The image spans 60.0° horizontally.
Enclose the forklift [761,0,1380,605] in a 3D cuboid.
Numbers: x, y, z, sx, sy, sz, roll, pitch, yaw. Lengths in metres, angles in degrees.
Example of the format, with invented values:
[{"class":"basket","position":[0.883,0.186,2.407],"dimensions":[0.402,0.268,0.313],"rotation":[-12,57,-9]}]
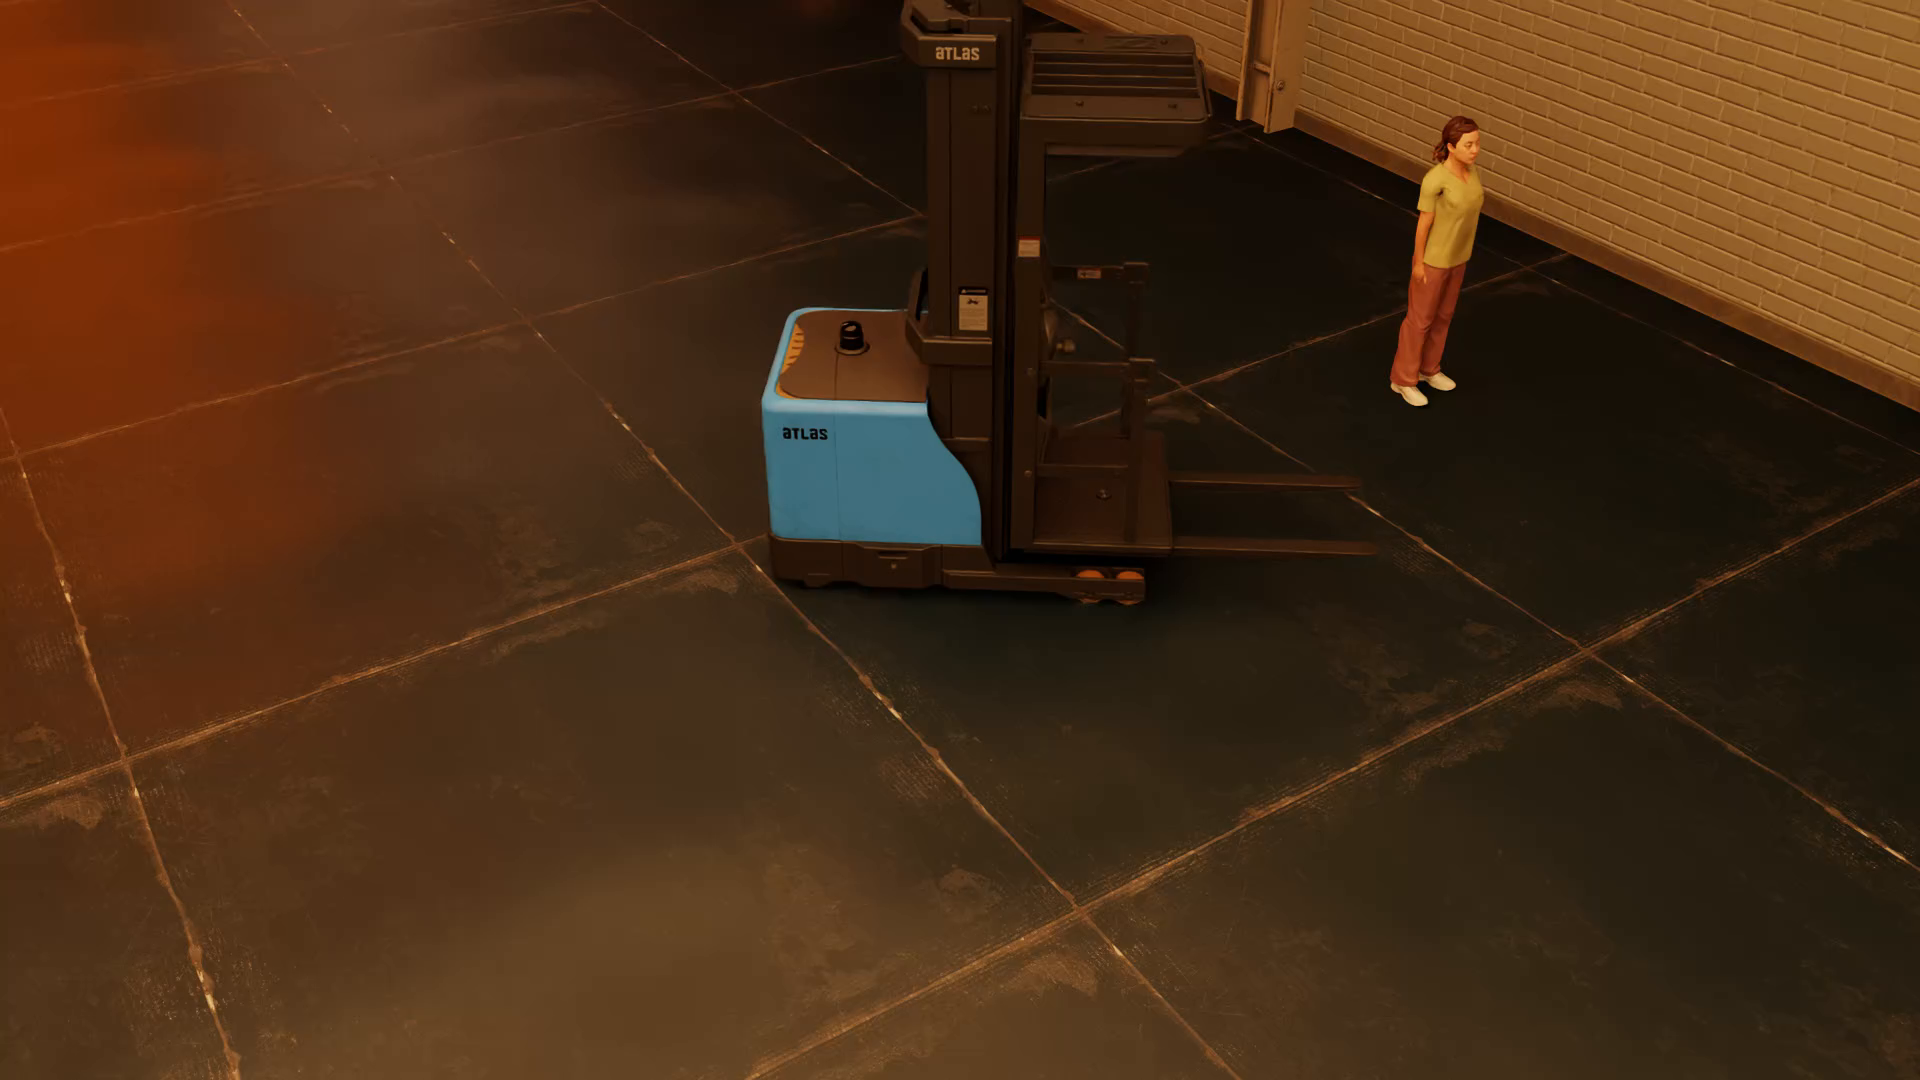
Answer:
[{"class":"forklift","position":[0.586,-1.195,7.848],"dimensions":[3.031,2.935,1.130],"rotation":[2,35,3]}]

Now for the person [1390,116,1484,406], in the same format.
[{"class":"person","position":[2.765,-1.605,9.527],"dimensions":[0.429,1.673,0.370],"rotation":[-26,42,-32]}]
